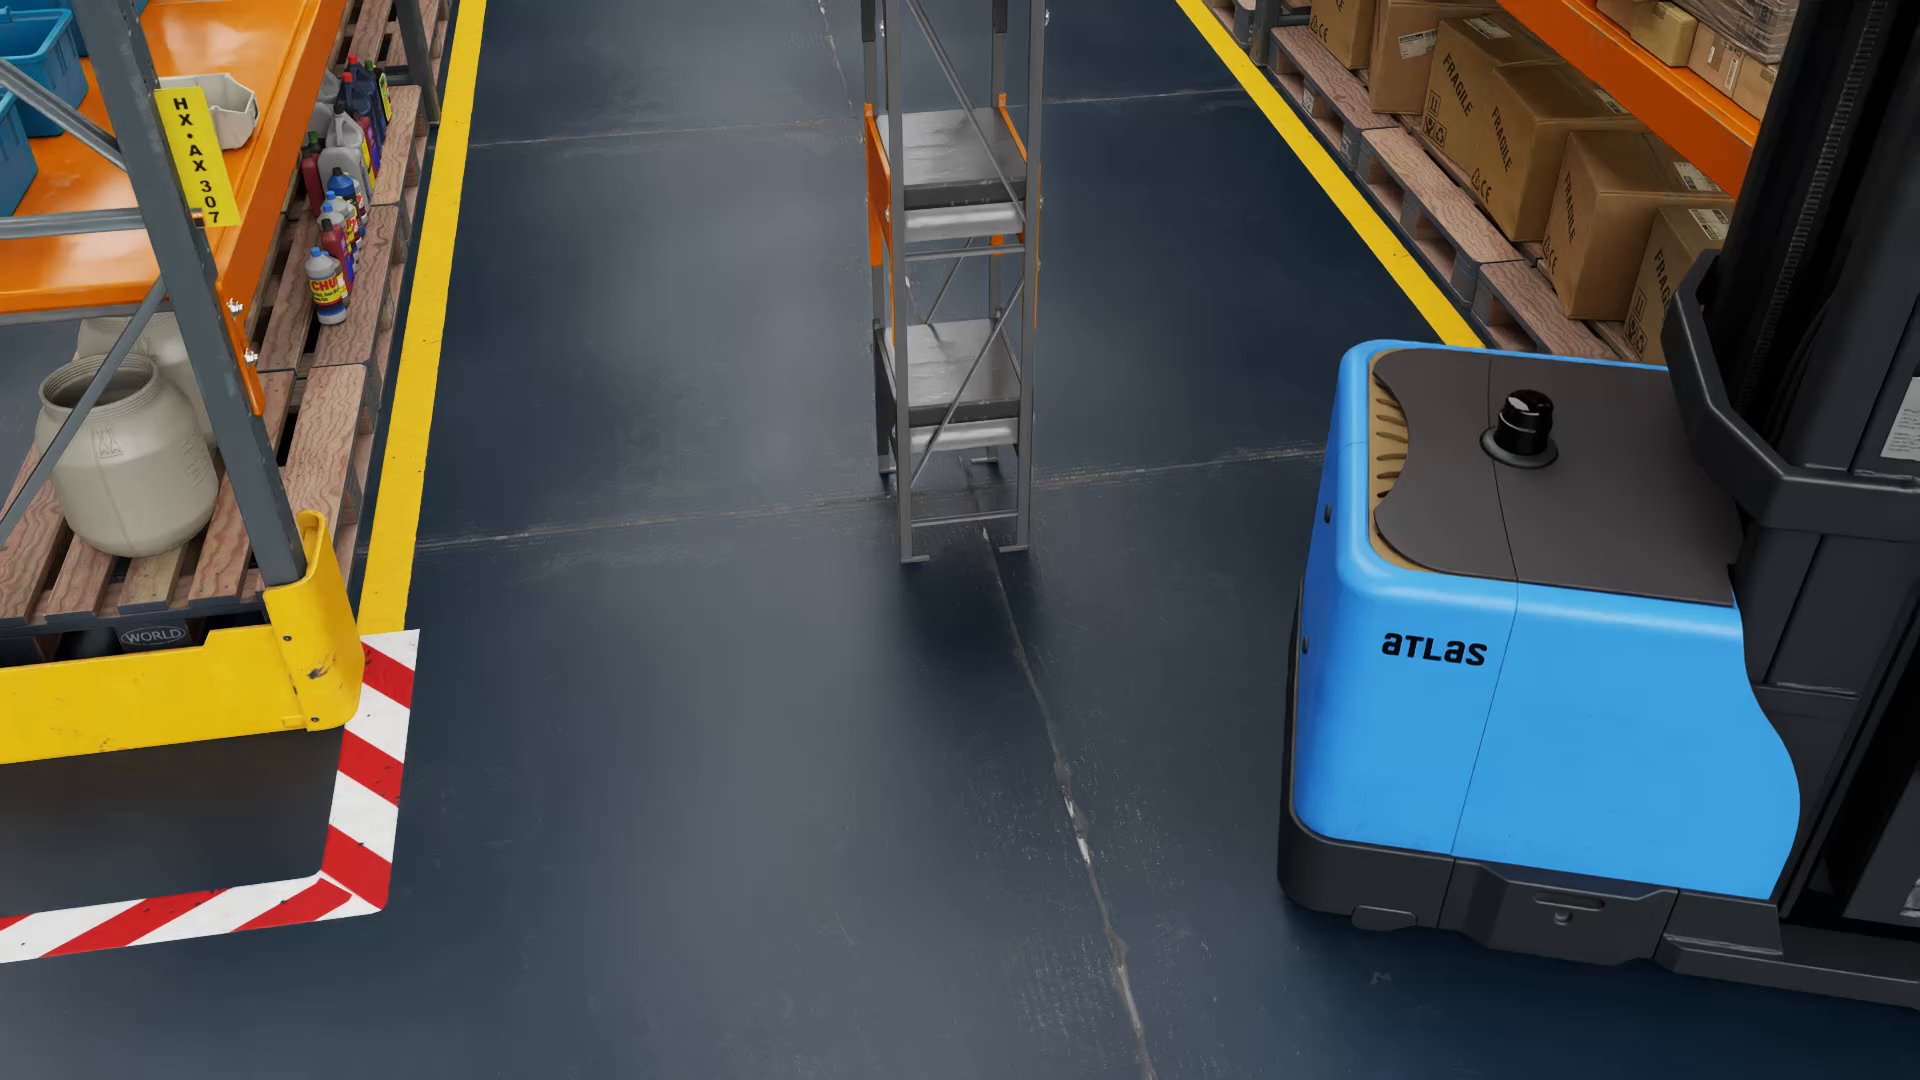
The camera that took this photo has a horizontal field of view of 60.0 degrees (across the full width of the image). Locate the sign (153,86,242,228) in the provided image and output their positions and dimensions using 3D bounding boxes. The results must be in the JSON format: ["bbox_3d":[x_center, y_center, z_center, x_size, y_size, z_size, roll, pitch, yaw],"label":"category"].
[{"bbox_3d":[-1.675,-0.838,3.659,0.100,0.325,0.005,-6,38,-8],"label":"sign"}]

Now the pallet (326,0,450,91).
[{"bbox_3d":[-3.095,-2.457,8.241,1.003,0.211,1.213,-6,38,-8],"label":"pallet"}]

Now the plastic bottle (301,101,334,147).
[{"bbox_3d":[-2.630,-1.682,6.831,0.152,0.276,0.135,-6,38,-8],"label":"plastic bottle"}]

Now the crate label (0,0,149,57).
[{"bbox_3d":[-2.806,-1.769,5.053,0.502,0.435,0.616,-6,38,-8],"label":"crate label"}]

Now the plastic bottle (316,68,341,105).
[{"bbox_3d":[-2.664,-1.843,6.977,0.144,0.351,0.185,-6,38,-8],"label":"plastic bottle"}]

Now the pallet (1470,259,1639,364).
[{"bbox_3d":[2.538,-0.644,5.907,1.003,0.211,1.213,-6,38,-8],"label":"pallet"}]

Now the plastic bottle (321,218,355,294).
[{"bbox_3d":[-2.250,-1.041,6.000,0.061,0.283,0.133,-6,38,-7],"label":"plastic bottle"}]

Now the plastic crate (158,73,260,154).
[{"bbox_3d":[-2.057,-1.144,4.492,0.298,0.136,0.250,-6,38,-8],"label":"plastic crate"}]

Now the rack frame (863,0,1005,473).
[{"bbox_3d":[-0.072,-1.077,4.924,0.400,2.100,0.015,-6,38,-8],"label":"rack frame"}]

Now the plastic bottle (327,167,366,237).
[{"bbox_3d":[-2.342,-1.287,6.327,0.097,0.271,0.097,0,38,0],"label":"plastic bottle"}]

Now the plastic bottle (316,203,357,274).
[{"bbox_3d":[-2.289,-1.104,6.092,0.097,0.271,0.097,0,38,0],"label":"plastic bottle"}]

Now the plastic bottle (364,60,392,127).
[{"bbox_3d":[-2.510,-1.934,7.151,0.061,0.283,0.133,-4,38,-6],"label":"plastic bottle"}]

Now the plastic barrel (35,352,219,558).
[{"bbox_3d":[-2.408,-0.245,4.806,0.421,0.512,0.421,0,38,0],"label":"plastic barrel"}]

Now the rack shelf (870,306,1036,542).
[{"bbox_3d":[-0.029,-0.366,5.172,0.431,0.518,0.480,-6,38,-8],"label":"rack shelf"}]

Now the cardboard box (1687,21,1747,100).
[{"bbox_3d":[2.362,-1.407,4.821,0.380,0.149,0.250,-6,38,-8],"label":"cardboard box"}]

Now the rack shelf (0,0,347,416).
[{"bbox_3d":[-2.568,-1.596,5.446,1.077,0.370,4.000,-6,38,-8],"label":"rack shelf"}]

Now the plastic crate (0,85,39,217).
[{"bbox_3d":[-2.600,-0.884,4.064,0.499,0.251,0.616,-6,38,-8],"label":"plastic crate"}]

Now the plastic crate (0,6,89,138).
[{"bbox_3d":[-2.708,-1.277,4.570,0.499,0.251,0.408,-6,38,-8],"label":"plastic crate"}]

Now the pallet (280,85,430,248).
[{"bbox_3d":[-2.842,-1.577,7.108,1.003,0.211,1.213,-6,38,-8],"label":"pallet"}]

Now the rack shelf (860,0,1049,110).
[{"bbox_3d":[-0.029,-1.471,4.313,0.431,0.518,0.480,-6,38,-8],"label":"rack shelf"}]

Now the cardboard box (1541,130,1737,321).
[{"bbox_3d":[2.427,-1.120,5.942,0.500,0.500,0.500,3,38,4],"label":"cardboard box"}]

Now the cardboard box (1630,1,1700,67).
[{"bbox_3d":[2.268,-1.553,5.008,0.380,0.149,0.250,-6,38,-8],"label":"cardboard box"}]

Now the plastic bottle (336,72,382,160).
[{"bbox_3d":[-2.488,-1.742,6.848,0.144,0.351,0.185,-8,39,-10],"label":"plastic bottle"}]

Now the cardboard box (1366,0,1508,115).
[{"bbox_3d":[2.096,-2.209,7.344,0.500,0.500,0.500,5,38,7],"label":"cardboard box"}]

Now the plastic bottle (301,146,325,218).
[{"bbox_3d":[-2.512,-1.410,6.476,0.061,0.283,0.133,-6,38,-8],"label":"plastic bottle"}]

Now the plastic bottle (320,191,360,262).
[{"bbox_3d":[-2.306,-1.165,6.170,0.097,0.271,0.097,0,38,0],"label":"plastic bottle"}]

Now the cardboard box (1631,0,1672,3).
[{"bbox_3d":[2.384,-1.986,5.038,0.875,0.500,0.500,-6,38,-8],"label":"cardboard box"}]

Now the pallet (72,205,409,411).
[{"bbox_3d":[-2.625,-0.839,6.158,1.003,0.211,1.213,-6,38,-8],"label":"pallet"}]

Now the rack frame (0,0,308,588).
[{"bbox_3d":[-2.217,-0.673,3.671,1.000,3.000,0.127,-6,38,-8],"label":"rack frame"}]

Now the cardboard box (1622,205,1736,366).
[{"bbox_3d":[2.566,-0.763,5.482,0.500,0.500,0.500,0,38,1],"label":"cardboard box"}]

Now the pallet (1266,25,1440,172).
[{"bbox_3d":[2.110,-2.118,7.804,1.003,0.211,1.213,-6,38,-8],"label":"pallet"}]

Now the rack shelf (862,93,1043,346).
[{"bbox_3d":[-0.029,-0.918,4.743,0.431,0.518,0.480,-6,38,-8],"label":"rack shelf"}]

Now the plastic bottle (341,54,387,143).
[{"bbox_3d":[-2.522,-1.858,6.997,0.144,0.351,0.185,-7,38,-9],"label":"plastic bottle"}]

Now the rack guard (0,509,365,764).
[{"bbox_3d":[-2.277,0.274,4.490,1.175,0.500,0.348,-6,38,-8],"label":"rack guard"}]

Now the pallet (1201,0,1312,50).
[{"bbox_3d":[1.820,-2.990,8.927,1.003,0.211,1.213,-6,38,-8],"label":"pallet"}]

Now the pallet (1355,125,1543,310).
[{"bbox_3d":[2.327,-1.380,6.854,1.003,0.211,1.213,-6,38,-8],"label":"pallet"}]

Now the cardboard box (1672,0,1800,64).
[{"bbox_3d":[2.589,-1.697,4.666,0.875,0.500,0.500,-6,38,-8],"label":"cardboard box"}]

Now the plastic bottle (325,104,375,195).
[{"bbox_3d":[-2.432,-1.547,6.597,0.144,0.351,0.185,-6,38,-8],"label":"plastic bottle"}]

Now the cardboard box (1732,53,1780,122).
[{"bbox_3d":[2.406,-1.256,4.626,0.380,0.149,0.250,-6,38,-8],"label":"cardboard box"}]

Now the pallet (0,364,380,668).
[{"bbox_3d":[-2.414,-0.103,5.211,1.003,0.211,1.213,-6,38,-8],"label":"pallet"}]

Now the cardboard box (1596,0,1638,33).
[{"bbox_3d":[2.239,-1.705,5.205,0.380,0.149,0.250,-6,38,-8],"label":"cardboard box"}]

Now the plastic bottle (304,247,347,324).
[{"bbox_3d":[-2.228,-0.897,5.825,0.097,0.271,0.097,0,38,0],"label":"plastic bottle"}]

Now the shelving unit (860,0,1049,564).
[{"bbox_3d":[-0.029,-0.929,4.735,0.431,2.100,0.503,-6,38,-8],"label":"shelving unit"}]

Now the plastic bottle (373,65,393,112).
[{"bbox_3d":[-2.548,-1.972,7.265,0.097,0.201,0.097,0,38,0],"label":"plastic bottle"}]

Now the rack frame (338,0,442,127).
[{"bbox_3d":[-2.919,-3.089,6.781,1.000,3.000,0.127,-6,38,-8],"label":"rack frame"}]

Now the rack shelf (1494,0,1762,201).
[{"bbox_3d":[2.308,-2.129,6.132,1.077,0.370,4.000,-6,38,-8],"label":"rack shelf"}]

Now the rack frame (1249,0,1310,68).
[{"bbox_3d":[1.958,-3.621,7.466,1.000,3.000,0.127,-6,38,-8],"label":"rack frame"}]

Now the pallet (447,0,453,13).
[{"bbox_3d":[-3.312,-3.196,9.192,1.003,0.211,1.213,-6,38,-8],"label":"pallet"}]

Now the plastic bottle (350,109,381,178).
[{"bbox_3d":[-2.419,-1.622,6.748,0.061,0.283,0.133,-4,38,-5],"label":"plastic bottle"}]

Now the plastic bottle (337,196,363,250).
[{"bbox_3d":[-2.323,-1.197,6.268,0.097,0.201,0.097,0,38,0],"label":"plastic bottle"}]

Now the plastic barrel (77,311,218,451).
[{"bbox_3d":[-2.496,-0.548,5.196,0.421,0.512,0.421,0,38,0],"label":"plastic barrel"}]

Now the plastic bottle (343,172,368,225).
[{"bbox_3d":[-2.359,-1.321,6.428,0.097,0.201,0.097,0,38,0],"label":"plastic bottle"}]

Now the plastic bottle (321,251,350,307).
[{"bbox_3d":[-2.247,-0.932,5.927,0.097,0.201,0.097,0,38,0],"label":"plastic bottle"}]

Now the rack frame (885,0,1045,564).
[{"bbox_3d":[0.014,-0.782,4.545,0.400,2.100,0.015,-6,38,-8],"label":"rack frame"}]

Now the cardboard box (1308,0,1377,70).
[{"bbox_3d":[1.988,-2.554,7.788,0.500,0.500,0.500,-7,38,-9],"label":"cardboard box"}]

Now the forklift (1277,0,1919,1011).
[{"bbox_3d":[2.345,-0.363,3.328,3.031,2.935,1.130,7,38,9],"label":"forklift"}]

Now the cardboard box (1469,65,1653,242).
[{"bbox_3d":[2.336,-1.500,6.432,0.500,0.500,0.500,-3,38,-4],"label":"cardboard box"}]

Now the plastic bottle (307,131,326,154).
[{"bbox_3d":[-2.528,-1.494,6.584,0.061,0.283,0.133,-6,38,-8],"label":"plastic bottle"}]

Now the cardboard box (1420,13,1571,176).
[{"bbox_3d":[2.282,-1.842,6.872,0.500,0.500,0.500,-9,39,-12],"label":"cardboard box"}]

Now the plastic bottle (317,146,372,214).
[{"bbox_3d":[-2.407,-1.419,6.493,0.152,0.276,0.135,-6,38,-7],"label":"plastic bottle"}]
